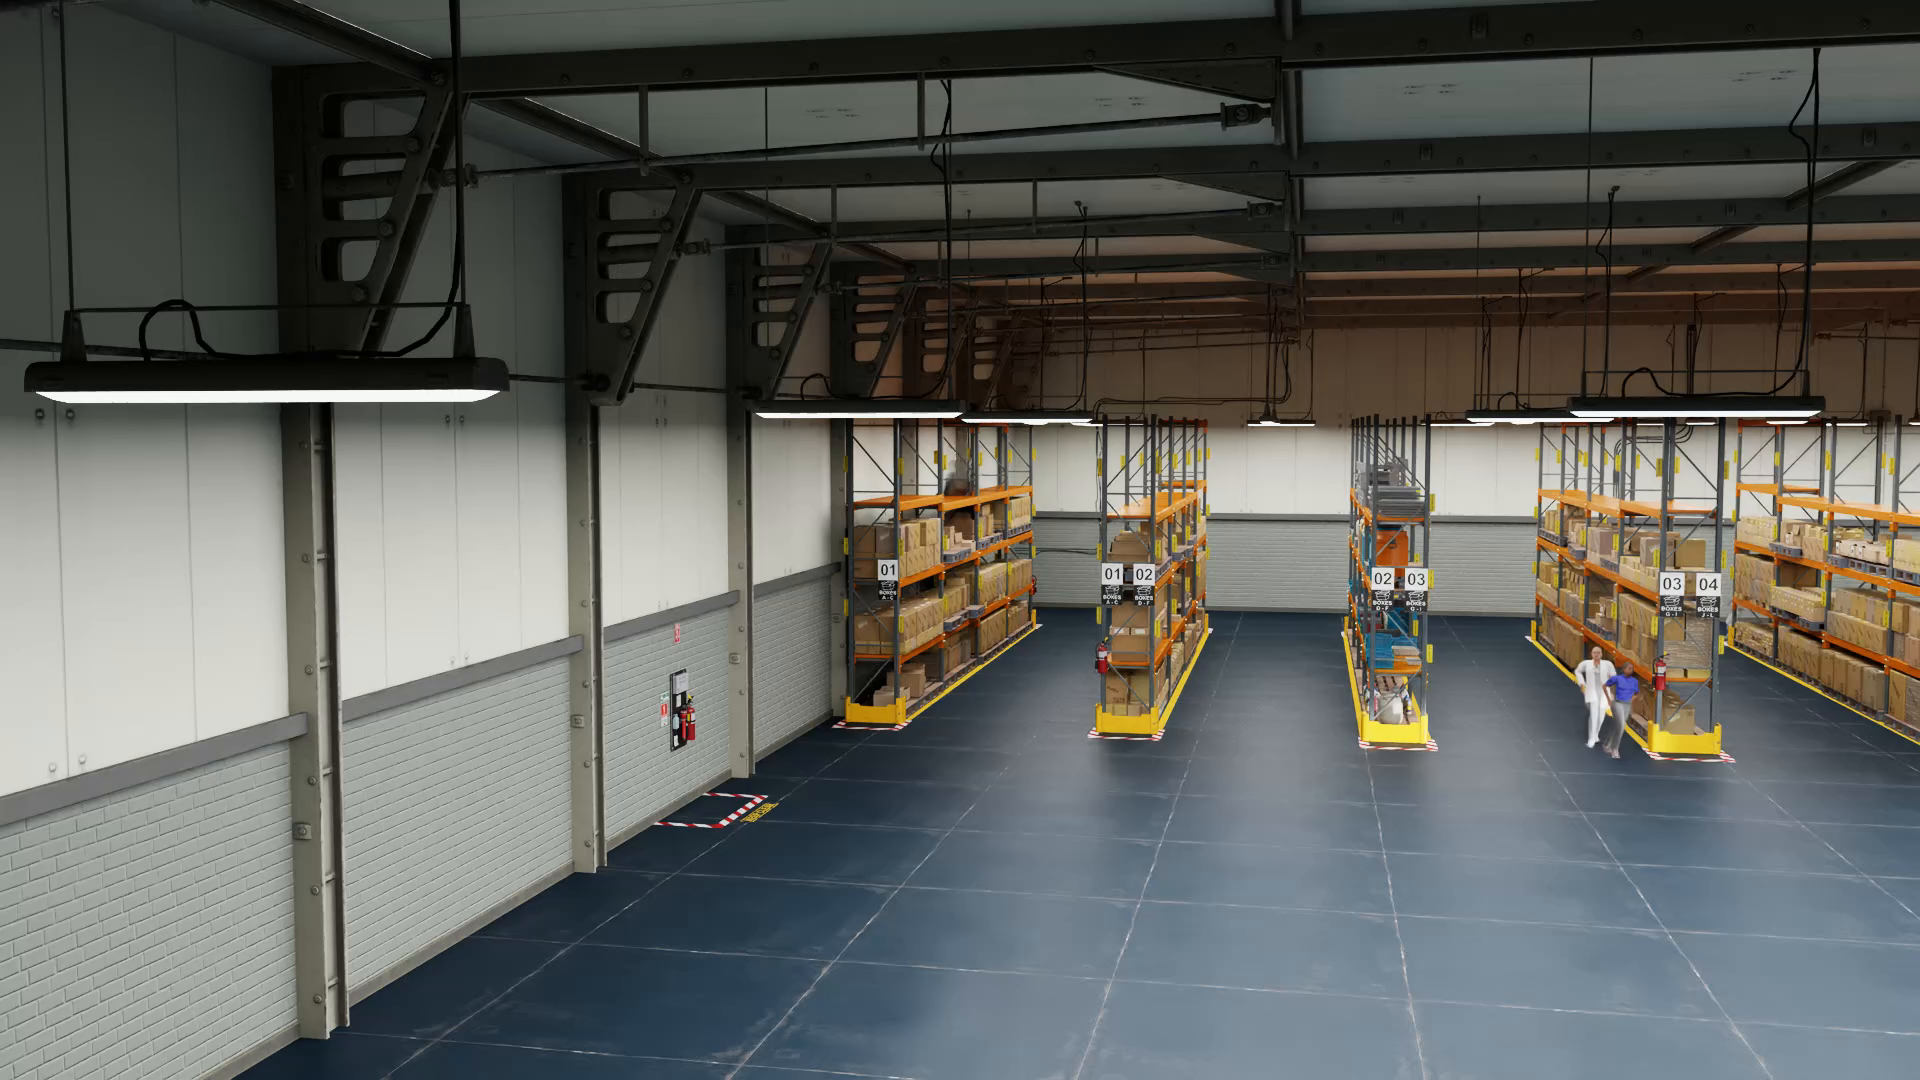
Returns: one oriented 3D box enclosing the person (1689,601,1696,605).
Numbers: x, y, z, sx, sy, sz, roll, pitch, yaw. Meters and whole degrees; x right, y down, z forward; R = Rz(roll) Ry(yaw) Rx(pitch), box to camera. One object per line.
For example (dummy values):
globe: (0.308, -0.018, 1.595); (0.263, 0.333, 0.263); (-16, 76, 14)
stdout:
person: (19.003, 2.072, 43.456); (0.592, 1.541, 0.486); (2, 4, 29)

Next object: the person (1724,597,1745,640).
person: (21.082, 1.863, 45.177); (0.735, 1.720, 0.670); (1, 4, 13)

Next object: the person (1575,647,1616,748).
person: (11.576, 2.833, 30.217); (0.691, 1.767, 0.810); (1, 4, 13)

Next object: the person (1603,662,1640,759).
person: (11.608, 2.987, 29.186); (0.575, 1.683, 0.679); (-1, 4, -13)
